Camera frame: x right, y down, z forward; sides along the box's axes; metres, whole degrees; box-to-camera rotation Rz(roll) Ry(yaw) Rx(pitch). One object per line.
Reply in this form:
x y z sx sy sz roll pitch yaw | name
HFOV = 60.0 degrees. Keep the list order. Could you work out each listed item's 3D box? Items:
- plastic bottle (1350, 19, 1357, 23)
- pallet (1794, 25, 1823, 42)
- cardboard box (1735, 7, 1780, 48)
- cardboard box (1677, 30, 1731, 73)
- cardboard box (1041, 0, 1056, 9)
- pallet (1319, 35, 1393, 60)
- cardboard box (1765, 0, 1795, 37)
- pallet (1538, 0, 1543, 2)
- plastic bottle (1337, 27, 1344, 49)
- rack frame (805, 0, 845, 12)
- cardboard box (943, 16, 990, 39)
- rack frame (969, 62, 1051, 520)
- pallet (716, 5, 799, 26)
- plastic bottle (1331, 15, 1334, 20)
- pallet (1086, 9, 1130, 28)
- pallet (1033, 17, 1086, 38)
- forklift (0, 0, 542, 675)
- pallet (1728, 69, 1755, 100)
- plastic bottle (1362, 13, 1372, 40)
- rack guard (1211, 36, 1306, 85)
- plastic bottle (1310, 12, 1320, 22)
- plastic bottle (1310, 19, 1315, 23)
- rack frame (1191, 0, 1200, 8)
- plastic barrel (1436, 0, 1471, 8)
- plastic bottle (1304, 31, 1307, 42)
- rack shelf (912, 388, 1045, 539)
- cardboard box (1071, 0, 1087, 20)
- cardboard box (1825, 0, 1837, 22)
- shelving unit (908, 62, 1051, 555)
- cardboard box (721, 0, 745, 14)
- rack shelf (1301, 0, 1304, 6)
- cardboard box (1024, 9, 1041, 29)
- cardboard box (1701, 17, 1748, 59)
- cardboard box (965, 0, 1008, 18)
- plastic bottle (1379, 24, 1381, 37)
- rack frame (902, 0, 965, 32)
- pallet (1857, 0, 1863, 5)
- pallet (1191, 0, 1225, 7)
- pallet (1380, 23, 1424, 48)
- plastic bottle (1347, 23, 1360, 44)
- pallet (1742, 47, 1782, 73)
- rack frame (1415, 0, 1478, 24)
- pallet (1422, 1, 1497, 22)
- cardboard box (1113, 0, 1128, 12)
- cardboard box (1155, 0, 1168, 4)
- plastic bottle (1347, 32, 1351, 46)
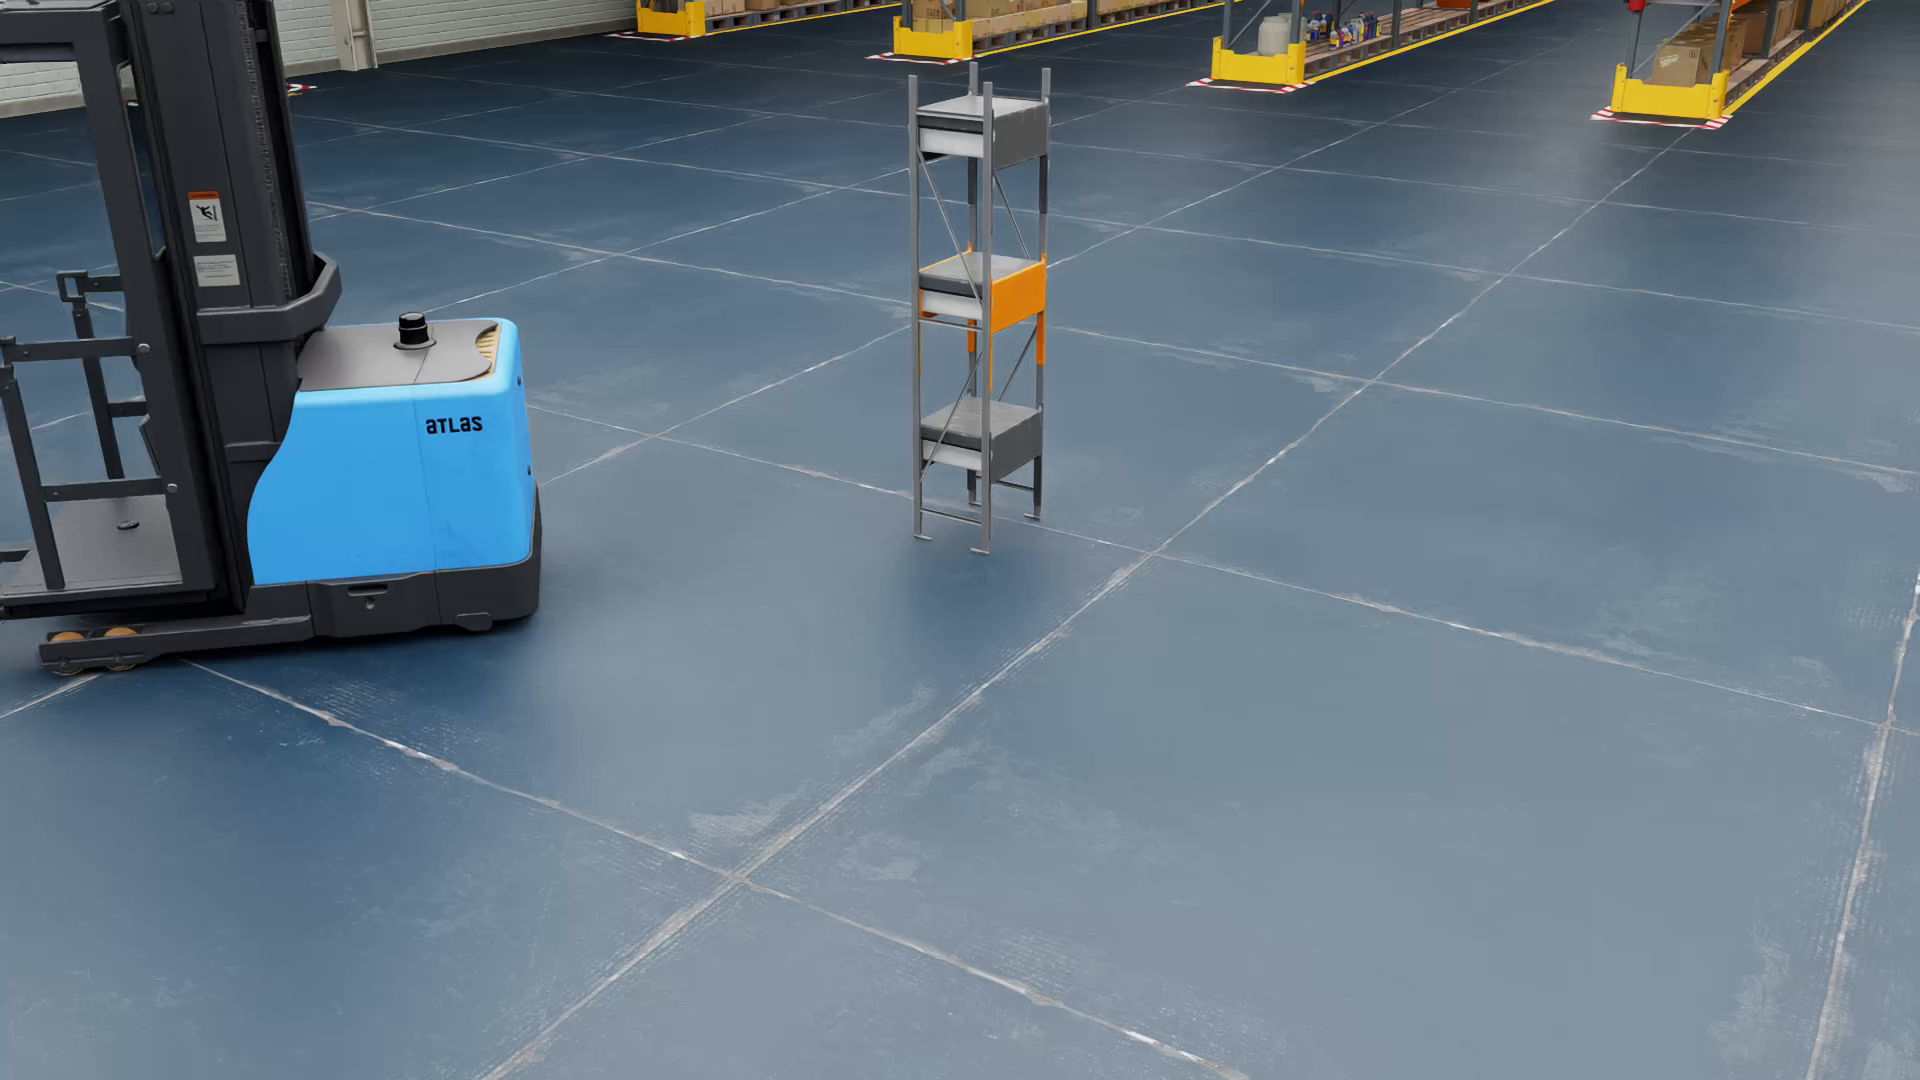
5.603 -7.258 23.614 0.152 0.276 0.135 14 27 29 | plastic bottle
12.736 -7.908 25.752 1.003 0.211 1.213 14 27 29 | pallet
10.756 -7.002 22.742 0.700 0.500 0.500 14 27 29 | cardboard box
9.012 -5.907 20.236 0.500 0.500 0.500 17 29 34 | cardboard box
1.139 -8.402 25.370 0.500 0.500 0.500 14 27 29 | cardboard box
5.549 -7.128 23.950 1.003 0.211 1.213 14 27 29 | pallet
11.638 -7.572 24.059 0.700 0.500 0.500 11 26 25 | cardboard box
10.513 -10.302 31.282 1.003 0.211 1.213 14 27 29 | pallet
5.184 -6.850 22.663 0.061 0.283 0.133 14 27 30 | plastic bottle
-2.478 -10.702 28.695 1.000 3.000 0.127 14 27 29 | rack frame
0.094 -7.380 23.954 0.500 0.250 0.500 14 27 29 | cardboard box
0.216 -1.102 7.652 0.400 2.100 0.015 14 27 29 | rack frame
-3.445 -8.775 27.753 1.003 0.211 1.213 14 27 29 | pallet
5.341 -7.428 23.999 0.061 0.283 0.133 14 27 29 | plastic bottle
2.088 -8.642 27.447 1.003 0.211 1.213 14 27 29 | pallet
1.277 -8.126 26.254 1.003 0.211 1.213 14 27 29 | pallet
-3.328 -1.043 6.470 3.031 2.935 1.130 -5 24 -11 | forklift
9.179 -5.660 20.560 1.003 0.211 1.213 14 27 29 | pallet
5.742 -7.269 23.547 0.144 0.351 0.185 12 26 26 | plastic bottle
3.829 -6.164 21.359 1.175 0.500 0.348 14 27 29 | rack guard
5.060 -7.363 23.762 0.144 0.351 0.185 13 26 27 | plastic bottle
5.015 -7.269 23.645 0.097 0.271 0.097 0 23 0 | plastic bottle
3.842 -11.015 29.418 1.000 3.000 0.127 14 27 29 | rack frame
8.292 -9.341 27.755 0.600 0.830 0.708 14 27 29 | plastic barrel
4.770 -7.011 23.139 0.097 0.201 0.097 0 23 0 | plastic bottle
0.087 -0.365 7.745 0.431 0.518 0.480 14 27 29 | rack shelf
1.673 -8.393 26.295 0.500 0.250 0.500 14 27 29 | cardboard box
13.115 -8.683 26.178 1.225 0.875 0.875 14 27 29 | cardboard box
0.087 -1.019 7.462 0.431 2.100 0.503 14 27 29 | shelving unit
-3.846 -8.727 26.963 0.500 0.311 0.500 16 28 33 | cardboard box
4.883 -7.620 22.483 1.077 0.370 4.000 14 27 29 | rack shelf
0.887 -7.886 25.123 0.500 0.250 0.500 14 27 29 | cardboard box
9.901 -6.507 21.622 0.500 0.500 0.500 13 27 27 | cardboard box
0.356 -7.893 24.196 0.500 0.500 0.500 14 27 29 | cardboard box
6.012 -7.356 23.934 0.097 0.201 0.097 0 23 0 | plastic bottle
-0.378 -8.315 23.181 1.000 3.000 0.127 14 27 29 | rack frame
16.121 -10.072 30.750 1.003 0.211 1.213 14 27 29 | pallet
4.268 -9.979 30.536 1.003 0.211 1.213 14 27 29 | pallet
6.320 -7.619 25.084 1.003 0.211 1.213 14 27 29 | pallet
5.483 -7.072 23.185 0.152 0.276 0.135 14 27 30 | plastic bottle
10.556 -6.571 22.663 1.003 0.211 1.213 14 27 29 | pallet
8.048 -9.976 27.018 1.000 3.000 0.127 14 27 29 | rack frame
8.429 -8.971 28.206 1.003 0.211 1.213 14 27 29 | pallet
2.426 -8.852 27.355 0.500 0.250 0.500 15 27 30 | cardboard box
3.235 -9.373 28.559 0.500 0.250 0.500 15 27 30 | cardboard box
5.335 -6.923 22.934 0.097 0.201 0.097 0 23 0 | plastic bottle
